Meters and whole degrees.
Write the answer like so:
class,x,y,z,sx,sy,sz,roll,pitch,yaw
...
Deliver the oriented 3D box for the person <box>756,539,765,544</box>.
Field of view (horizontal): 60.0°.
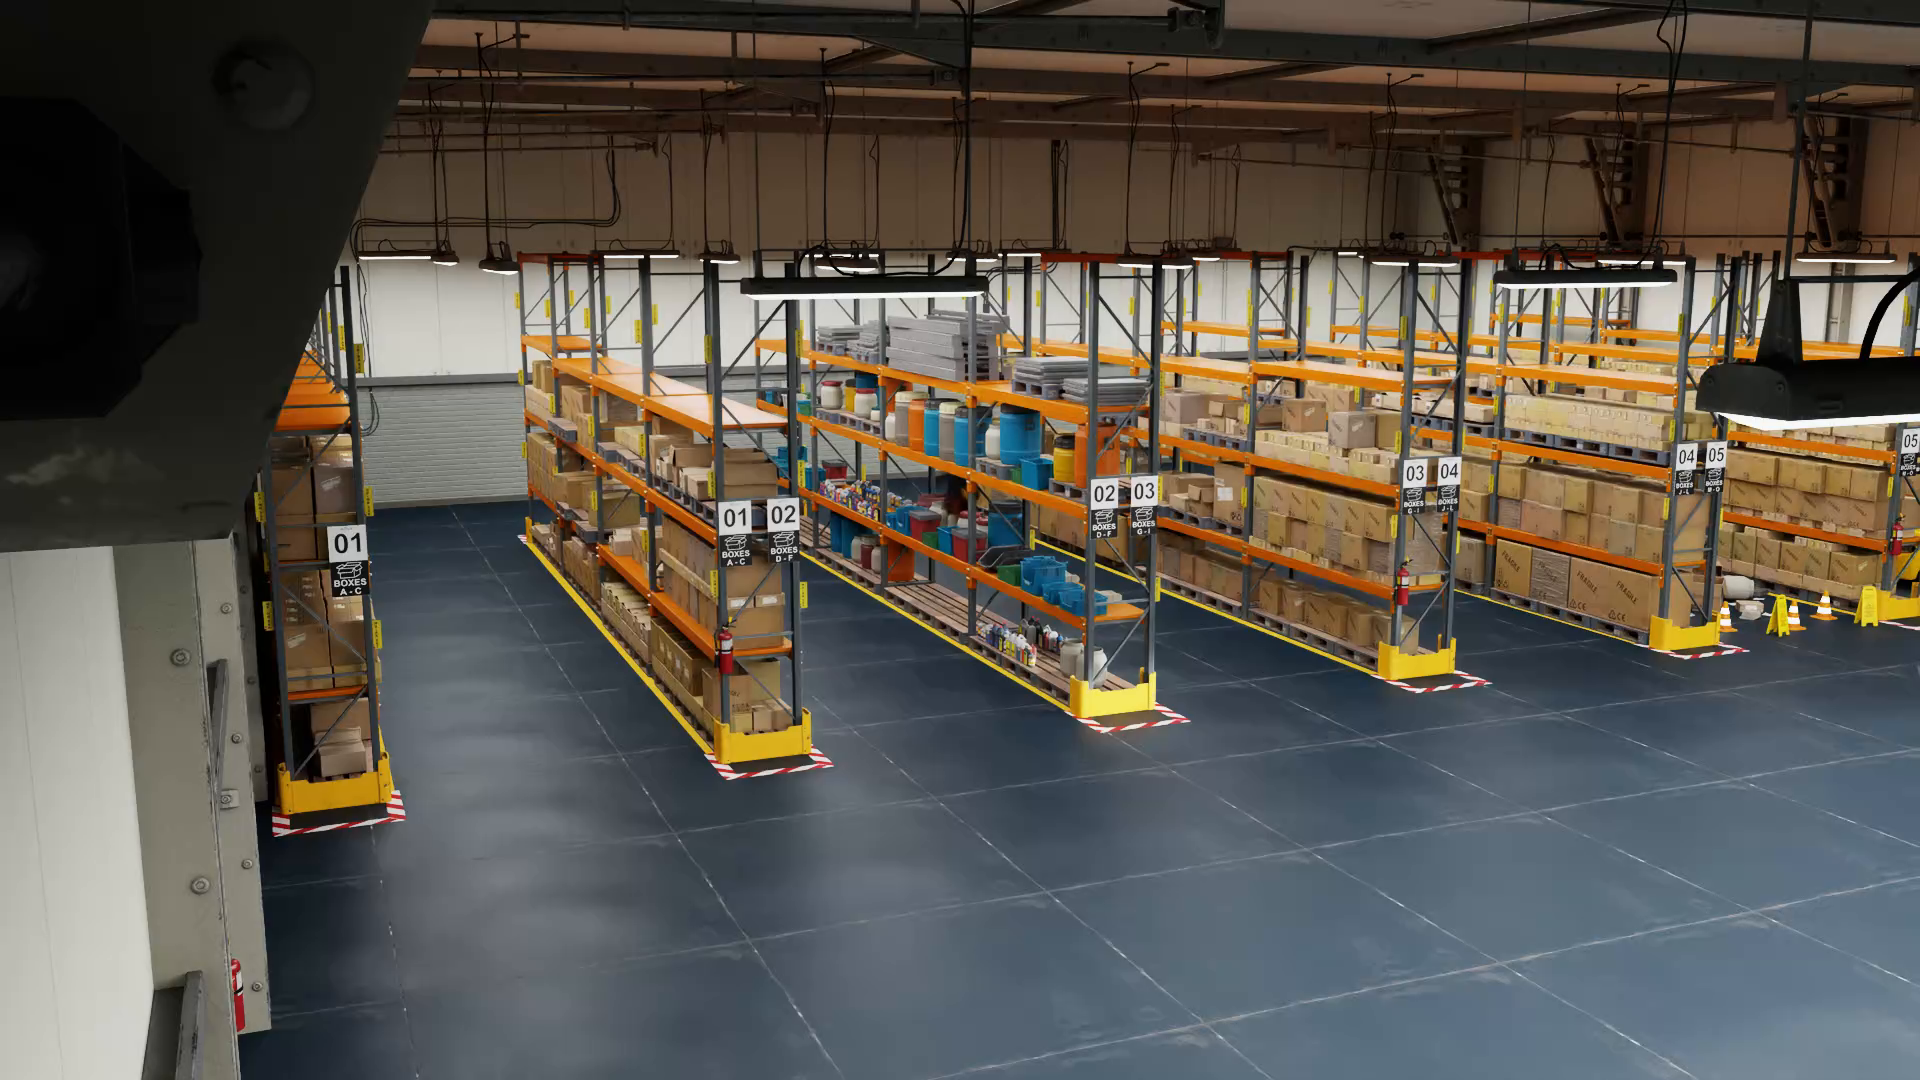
class,x,y,z,sx,sy,sz,roll,pitch,yaw
person,-3.706,-0.017,29.957,0.625,1.744,0.830,-8,13,-37
